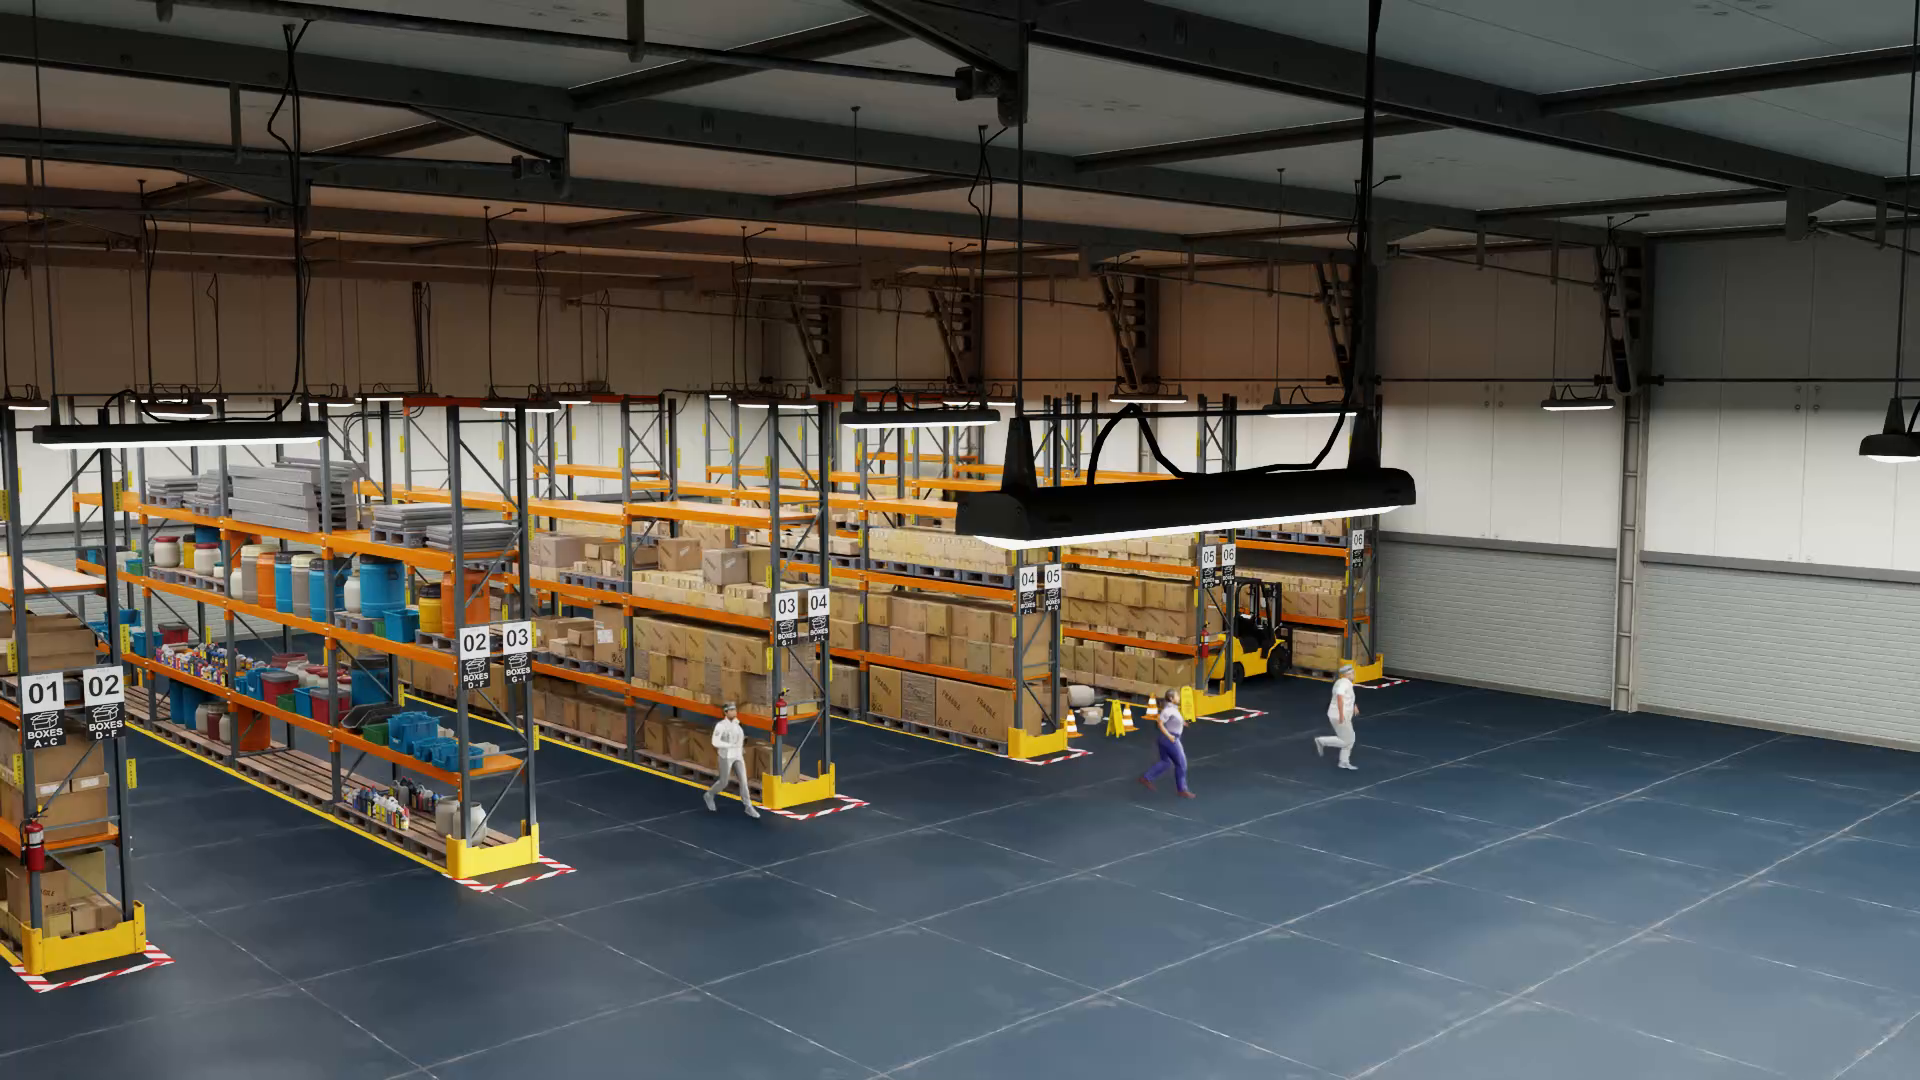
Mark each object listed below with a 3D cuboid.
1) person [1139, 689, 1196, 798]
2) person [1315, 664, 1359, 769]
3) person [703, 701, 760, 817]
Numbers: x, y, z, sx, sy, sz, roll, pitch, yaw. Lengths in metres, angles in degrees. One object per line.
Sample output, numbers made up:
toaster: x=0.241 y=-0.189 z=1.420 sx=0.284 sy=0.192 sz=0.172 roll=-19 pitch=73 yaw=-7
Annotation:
person: x=3.156 y=3.081 z=25.246 sx=0.849 sy=1.667 sz=0.593 roll=0 pitch=6 yaw=-3
person: x=6.174 y=2.880 z=27.068 sx=0.662 sy=1.749 sz=0.692 roll=0 pitch=6 yaw=5
person: x=-3.326 y=3.137 z=24.007 sx=0.942 sy=1.678 sz=0.646 roll=5 pitch=7 yaw=39
